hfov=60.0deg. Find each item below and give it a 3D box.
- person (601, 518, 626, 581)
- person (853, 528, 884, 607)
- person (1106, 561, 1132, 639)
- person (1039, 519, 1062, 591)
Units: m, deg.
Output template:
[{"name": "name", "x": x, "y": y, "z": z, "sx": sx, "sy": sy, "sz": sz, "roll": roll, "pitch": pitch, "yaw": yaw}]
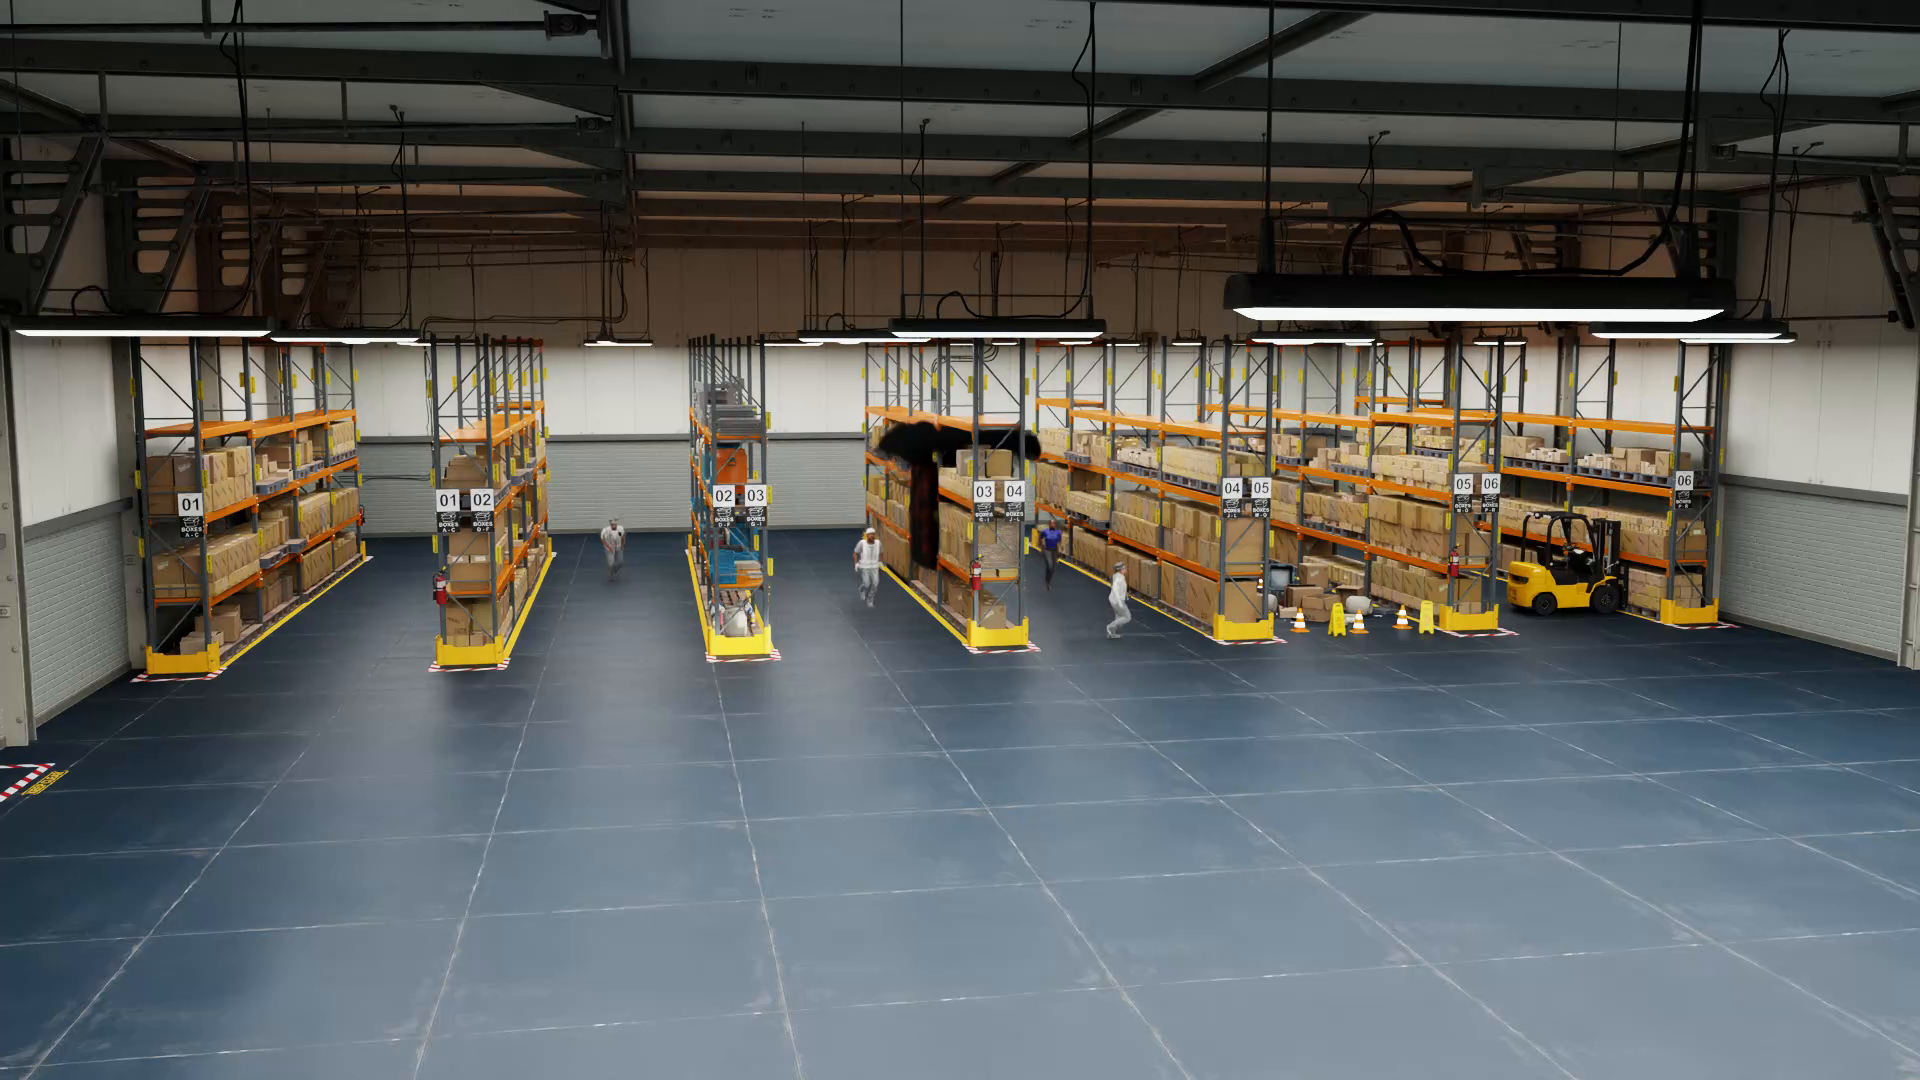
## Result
[{"name": "person", "x": -8.604, "y": 0.218, "z": 41.220, "sx": 0.667, "sy": 1.587, "sz": 0.911, "roll": -4, "pitch": 8, "yaw": -32}, {"name": "person", "x": -1.951, "y": 0.586, "z": 35.759, "sx": 0.678, "sy": 1.728, "sz": 0.629, "roll": -2, "pitch": 7, "yaw": -17}, {"name": "person", "x": 3.157, "y": 1.200, "z": 32.701, "sx": 0.460, "sy": 1.586, "sz": 0.724, "roll": 0, "pitch": 7, "yaw": -2}, {"name": "person", "x": 2.111, "y": 0.368, "z": 38.485, "sx": 0.469, "sy": 1.591, "sz": 0.791, "roll": -2, "pitch": 7, "yaw": -18}]
